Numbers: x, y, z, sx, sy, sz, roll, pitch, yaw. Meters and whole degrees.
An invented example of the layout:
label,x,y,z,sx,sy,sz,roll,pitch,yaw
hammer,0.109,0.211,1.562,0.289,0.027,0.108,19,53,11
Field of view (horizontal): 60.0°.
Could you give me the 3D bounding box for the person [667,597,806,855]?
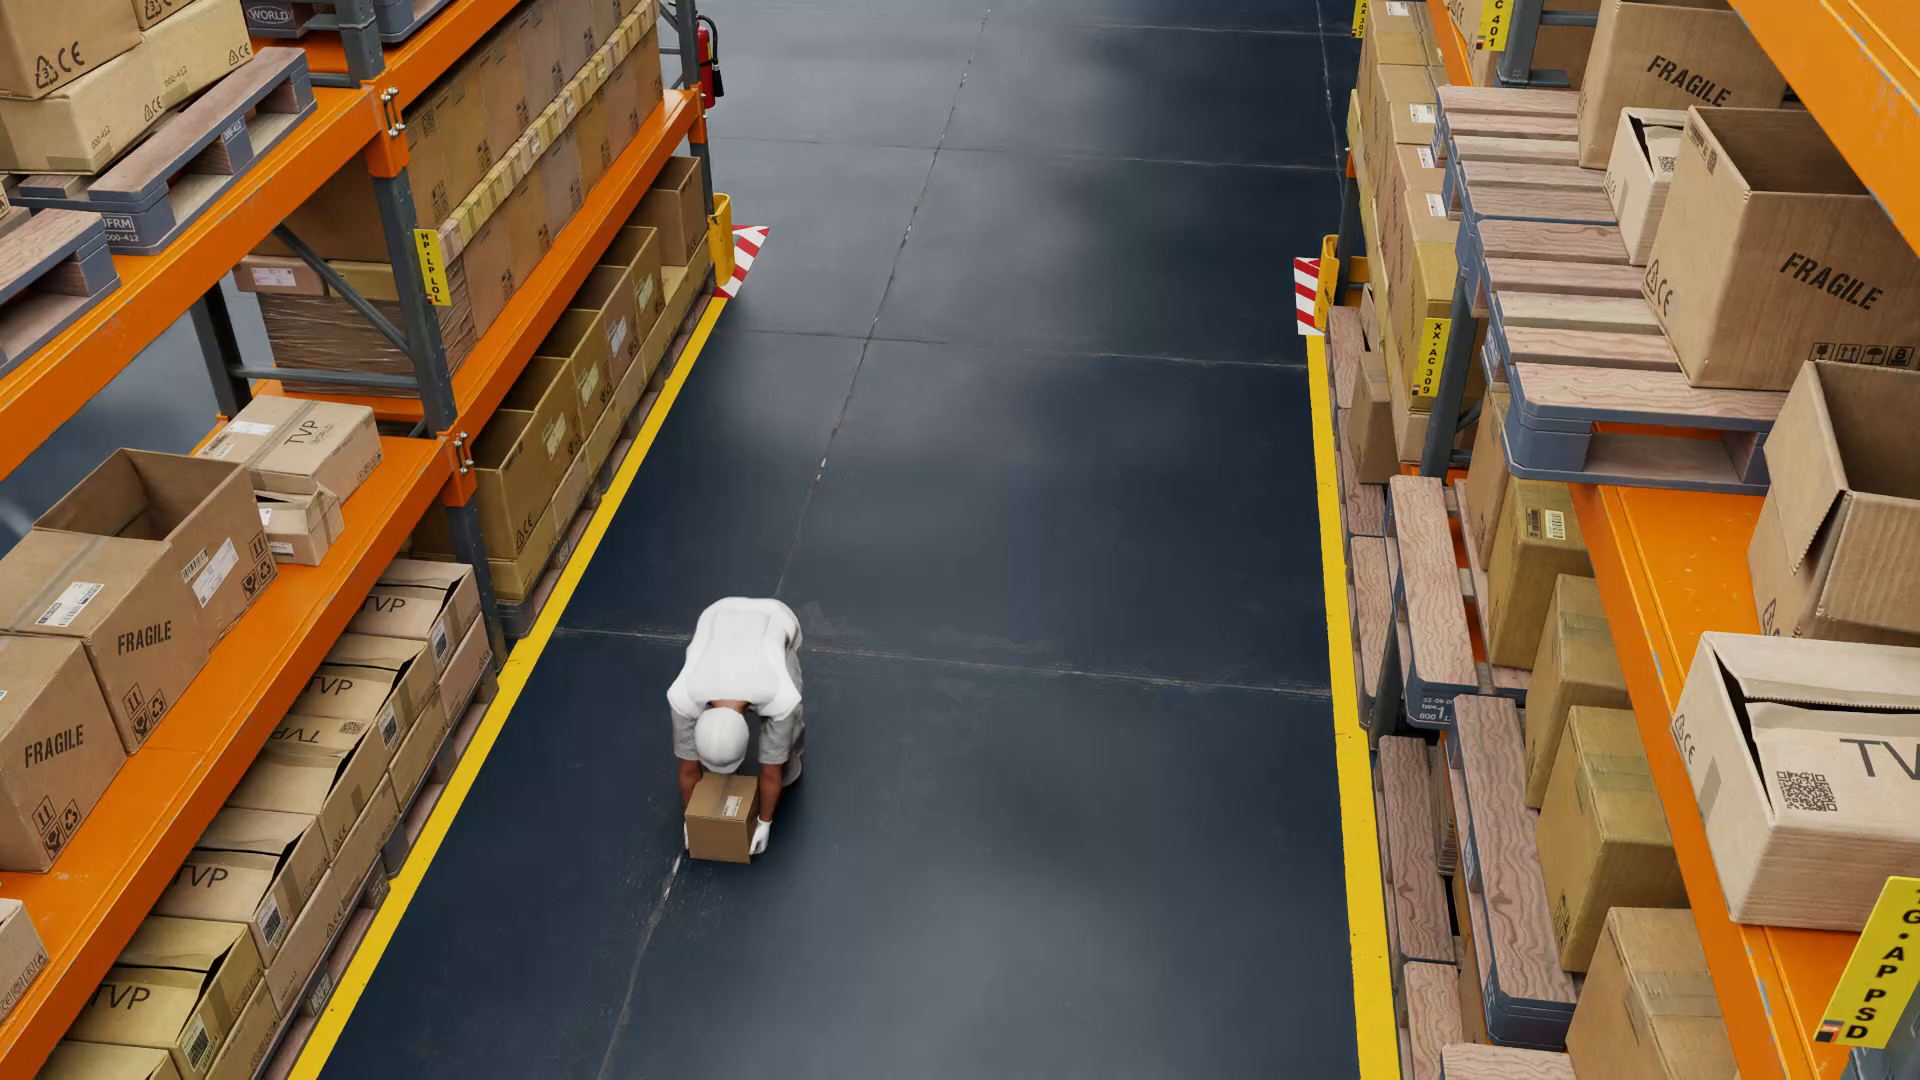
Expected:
label,x,y,z,sx,sy,sz,roll,pitch,yaw
person,-0.885,0.741,6.847,0.537,0.833,0.989,3,36,5
